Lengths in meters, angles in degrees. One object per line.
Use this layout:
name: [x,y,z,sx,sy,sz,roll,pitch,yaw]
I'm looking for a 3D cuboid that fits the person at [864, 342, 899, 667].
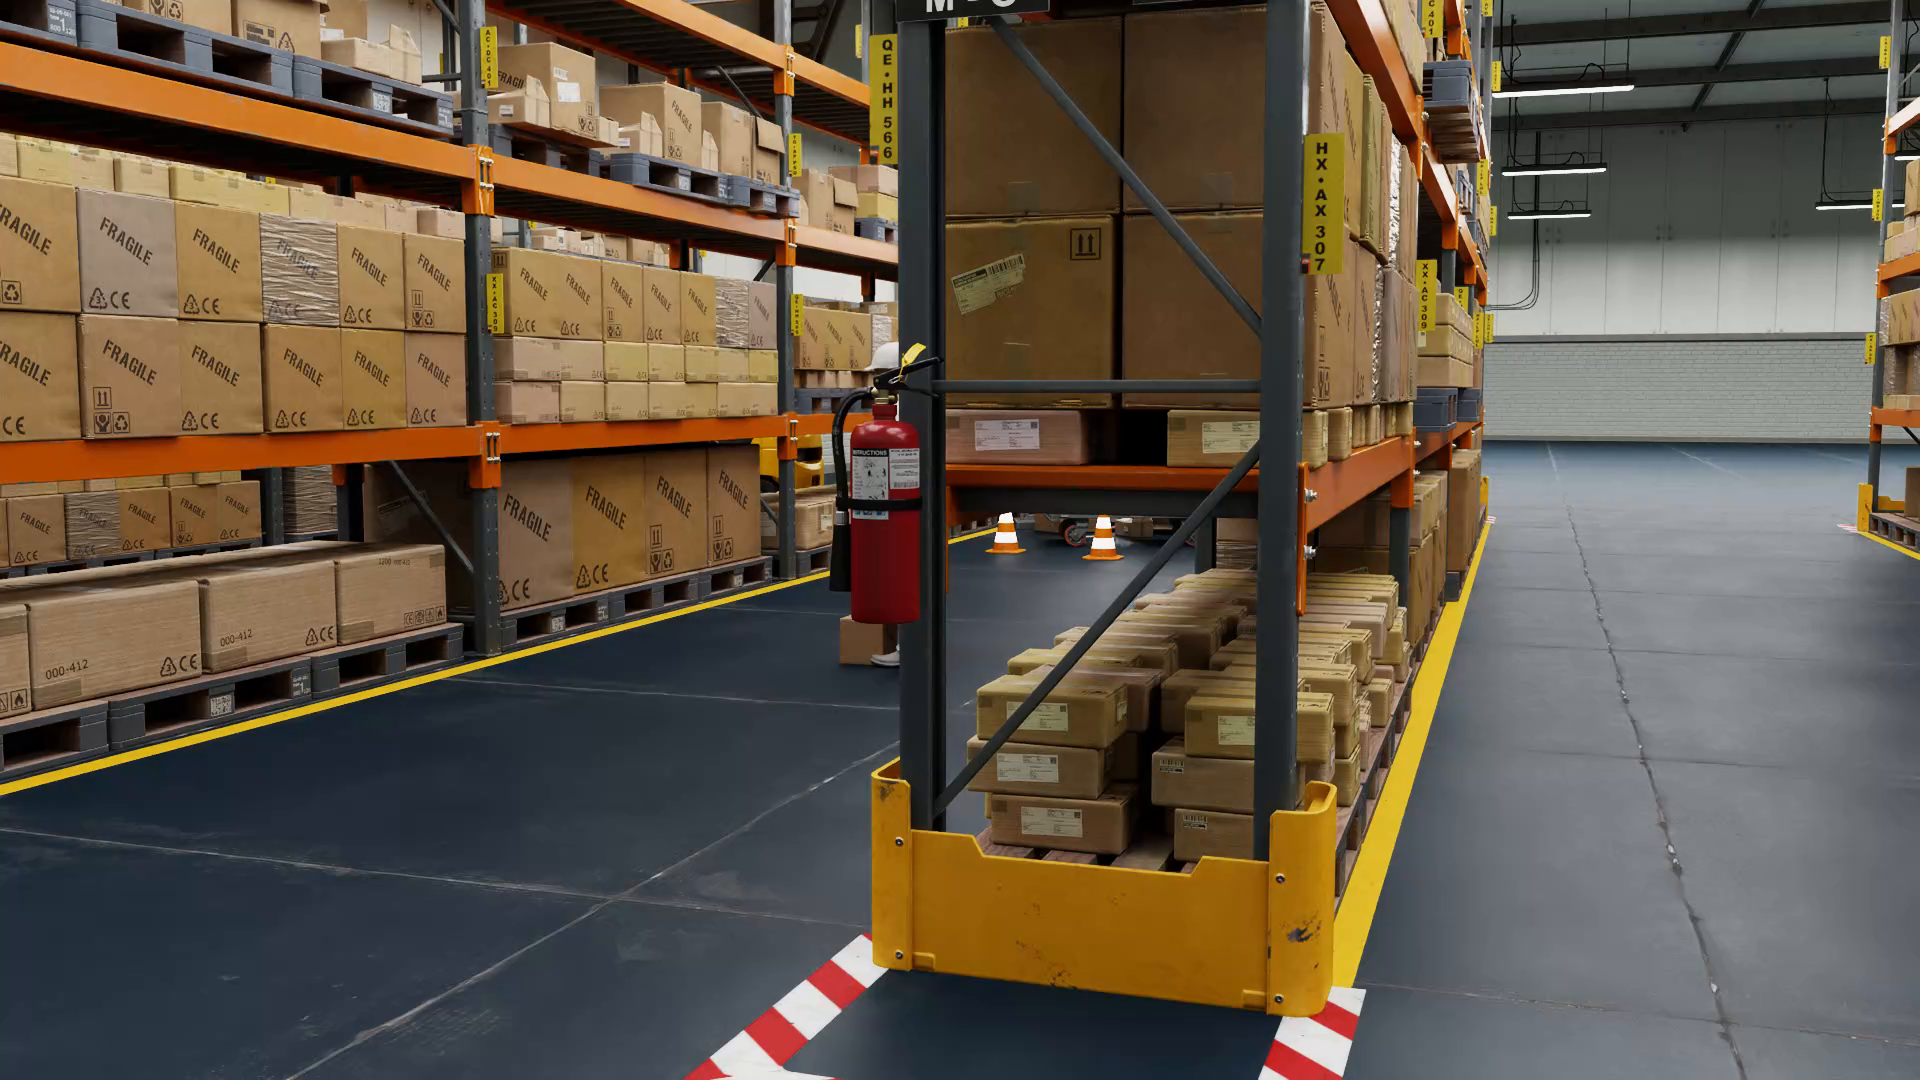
person: [-0.291,-0.195,9.077,0.459,1.757,0.636,2,5,17]
